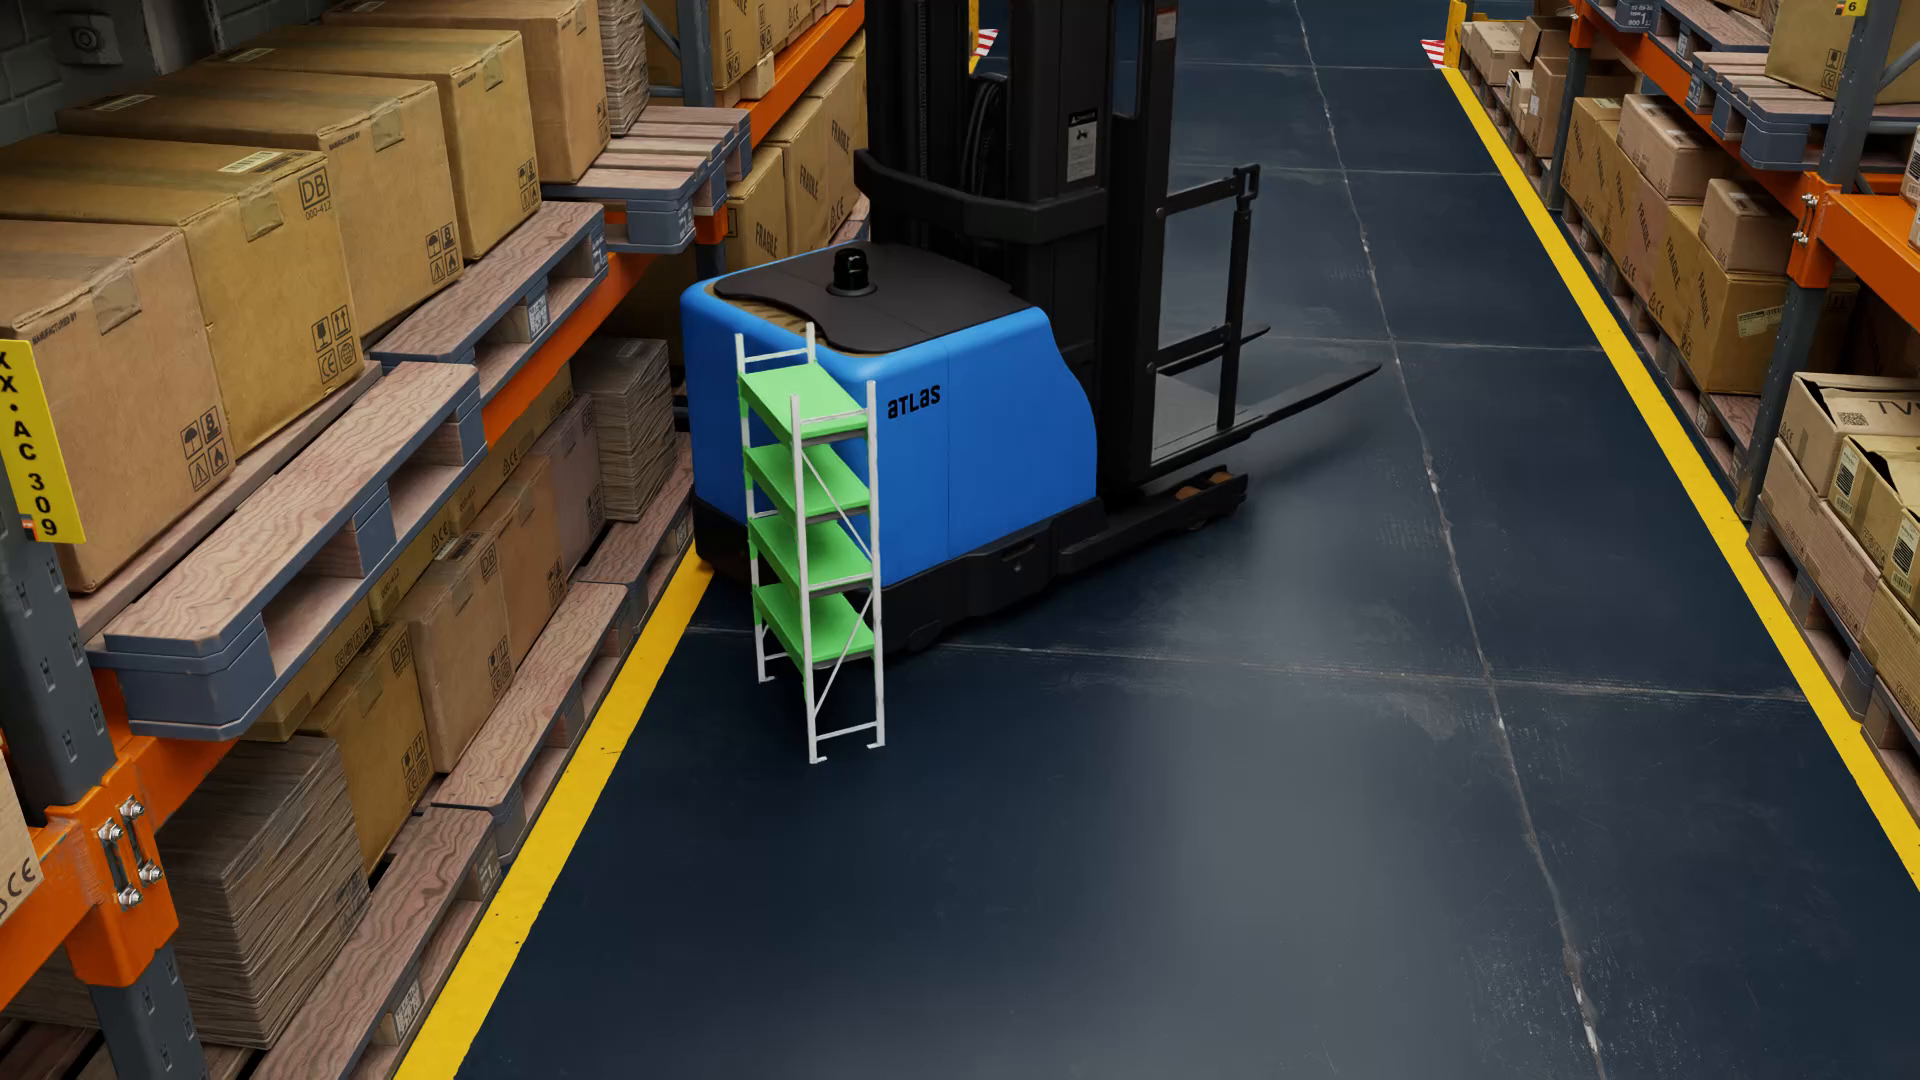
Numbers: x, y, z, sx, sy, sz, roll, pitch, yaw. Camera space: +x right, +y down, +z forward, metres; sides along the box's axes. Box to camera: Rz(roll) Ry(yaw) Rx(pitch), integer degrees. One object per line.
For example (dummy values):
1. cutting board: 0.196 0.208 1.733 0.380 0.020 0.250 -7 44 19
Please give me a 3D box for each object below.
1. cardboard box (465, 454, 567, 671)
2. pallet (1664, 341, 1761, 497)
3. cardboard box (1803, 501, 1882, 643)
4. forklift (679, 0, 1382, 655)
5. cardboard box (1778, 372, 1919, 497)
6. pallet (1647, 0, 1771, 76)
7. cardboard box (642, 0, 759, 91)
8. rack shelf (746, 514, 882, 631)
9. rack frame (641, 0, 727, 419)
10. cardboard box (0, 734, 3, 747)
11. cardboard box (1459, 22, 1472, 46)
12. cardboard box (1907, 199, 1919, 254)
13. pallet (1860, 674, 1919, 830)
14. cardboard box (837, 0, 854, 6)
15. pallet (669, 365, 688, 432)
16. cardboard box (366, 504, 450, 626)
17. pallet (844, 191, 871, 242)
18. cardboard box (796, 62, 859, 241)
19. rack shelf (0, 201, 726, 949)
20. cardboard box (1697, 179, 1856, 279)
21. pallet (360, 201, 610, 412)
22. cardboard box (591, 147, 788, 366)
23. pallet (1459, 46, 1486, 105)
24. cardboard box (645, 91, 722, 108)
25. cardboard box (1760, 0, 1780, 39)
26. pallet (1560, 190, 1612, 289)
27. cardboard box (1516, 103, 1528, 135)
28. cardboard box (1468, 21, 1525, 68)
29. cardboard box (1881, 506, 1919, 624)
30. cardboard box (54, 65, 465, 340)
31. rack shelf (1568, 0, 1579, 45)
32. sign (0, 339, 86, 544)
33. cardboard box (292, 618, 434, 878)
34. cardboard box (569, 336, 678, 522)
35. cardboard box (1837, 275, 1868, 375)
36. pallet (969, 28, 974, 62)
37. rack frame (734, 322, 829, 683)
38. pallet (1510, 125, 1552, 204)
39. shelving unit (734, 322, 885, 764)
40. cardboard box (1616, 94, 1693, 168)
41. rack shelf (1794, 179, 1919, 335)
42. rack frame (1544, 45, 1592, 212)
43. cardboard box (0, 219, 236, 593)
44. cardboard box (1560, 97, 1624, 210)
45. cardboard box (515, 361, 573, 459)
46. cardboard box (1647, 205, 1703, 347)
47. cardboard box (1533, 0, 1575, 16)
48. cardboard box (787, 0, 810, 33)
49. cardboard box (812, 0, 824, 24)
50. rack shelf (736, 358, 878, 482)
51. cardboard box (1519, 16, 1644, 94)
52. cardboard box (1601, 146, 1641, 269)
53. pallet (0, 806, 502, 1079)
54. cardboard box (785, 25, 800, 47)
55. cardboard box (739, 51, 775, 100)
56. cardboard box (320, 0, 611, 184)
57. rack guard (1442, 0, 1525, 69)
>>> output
1. cardboard box: -1.665 0.049 5.167 0.700 0.500 0.500 3 28 6
2. pallet: 3.628 -0.506 6.967 1.003 0.211 1.213 3 28 6
3. cardboard box: 3.083 0.107 5.344 0.500 0.250 0.500 3 28 5
4. forklift: 0.476 -1.492 5.930 3.031 2.935 1.130 -23 36 -36
5. cardboard box: 3.144 -0.376 5.651 0.500 0.311 0.500 4 29 8
6. pallet: 3.733 -2.216 7.402 1.003 0.211 1.213 3 28 6
7. cardboard box: -1.104 -2.068 6.486 0.500 0.500 0.500 4 29 8
8. rack shelf: -0.443 0.071 4.988 0.258 0.148 0.480 -12 31 -21
9. rack frame: -1.417 -1.671 6.188 1.000 3.000 0.127 3 28 6
10. cardboard box: -1.658 0.180 2.100 0.500 0.500 0.500 3 28 6
11. cardboard box: 4.087 -3.912 12.890 0.380 0.149 0.250 3 28 6
12. cardboard box: 3.198 -0.935 4.918 0.500 0.311 0.500 3 28 6
13. pallet: 3.208 0.801 4.540 1.003 0.211 1.213 3 28 6
14. cardboard box: -0.746 -2.909 8.730 0.380 0.149 0.250 3 28 6
15. pallet: -1.246 -0.810 7.530 1.003 0.211 1.213 3 28 6
16. cardboard box: -1.723 -0.011 4.489 0.500 0.250 0.500 3 28 5
17. pallet: -0.947 -1.958 9.662 1.003 0.211 1.213 3 28 6
18. cardboard box: -0.984 -2.060 8.734 0.750 0.750 0.750 4 29 8
19. rack shelf: -1.662 -0.412 4.611 1.077 0.370 4.000 3 28 6
20. cardboard box: 3.384 -1.288 6.860 0.500 0.250 0.500 4 29 8
21. pallet: -1.619 -0.652 4.500 1.003 0.211 1.213 3 28 6
22. cardboard box: -1.197 -1.248 7.227 0.750 0.750 0.750 3 28 6
23. pallet: 4.374 -3.511 12.545 1.003 0.211 1.213 3 28 6
24. cardboard box: -1.147 -1.710 6.506 0.380 0.149 0.250 3 28 5
25. cardboard box: 3.766 -2.336 6.875 0.700 0.500 0.500 9 30 16
26. pallet: 3.927 -1.655 9.099 1.003 0.211 1.213 3 28 6
27. cardboard box: 3.764 -2.671 10.586 0.380 0.149 0.250 3 28 6
28. cardboard box: 4.070 -3.658 12.313 0.500 0.250 0.500 3 28 6
29. cardboard box: 3.023 0.111 4.745 0.500 0.311 0.500 3 28 5
30. cardboard box: -1.686 -0.837 4.072 0.700 0.500 0.500 7 29 13
31. rack shelf: 4.235 -3.892 11.070 1.077 0.370 4.000 3 28 6
32. sign: -1.368 -0.141 2.436 0.100 0.325 0.005 3 28 6
33. cardboard box: -1.820 0.526 4.284 0.700 0.500 0.500 3 28 5
34. cardboard box: -1.454 -0.422 6.042 0.700 0.500 0.500 4 29 7
35. cardboard box: 3.897 -0.922 6.971 0.500 0.500 0.500 2 28 4
36. pallet: -0.457 -3.828 13.132 1.003 0.211 1.213 3 28 6
37. rack frame: -0.543 -0.091 5.153 0.240 1.200 0.015 -12 31 -21
38. pallet: 4.075 -2.363 10.413 1.003 0.211 1.213 3 28 6
39. shelving unit: -0.443 0.015 4.958 0.258 1.200 0.503 -12 31 -21
40. cardboard box: 3.566 -2.006 8.193 0.500 0.250 0.500 3 29 6
41. rack shelf: 3.254 -0.126 4.080 1.077 0.370 4.000 3 28 6
42. rack frame: 3.990 -3.267 9.152 1.000 3.000 0.127 3 28 6
43. cardboard box: -1.811 -0.263 3.006 0.700 0.500 0.500 3 29 6
44. cardboard box: 3.688 -2.147 9.244 0.500 0.500 0.500 2 28 4
45. cardboard box: -1.586 -0.487 5.373 0.500 0.250 0.500 4 29 7
46. cardboard box: 3.445 -1.175 7.440 0.500 0.500 0.500 2 28 4
47. cardboard box: 4.658 -3.973 12.634 0.500 0.500 0.500 3 28 6
48. cardboard box: -0.969 -2.548 7.376 0.500 0.500 0.500 3 28 6
49. cardboard box: -0.887 -2.681 8.307 0.380 0.149 0.250 3 28 5
50. rack shelf: -0.443 -0.352 4.760 0.258 0.148 0.480 -12 31 -21
51. cardboard box: 4.215 -3.247 11.282 0.797 0.503 0.637 3 28 6
52. cardboard box: 3.565 -1.660 8.341 0.500 0.500 0.500 4 29 7
53. pallet: -1.814 1.073 4.035 1.003 0.211 1.213 3 28 6
54. cardboard box: -0.970 -2.433 7.847 0.380 0.149 0.250 4 29 6
55. cardboard box: -0.991 -1.949 6.948 0.380 0.149 0.250 4 29 8
56. cardboard box: -1.507 -1.422 5.157 0.700 0.500 0.500 1 28 1
57. rack guard: 4.470 -4.014 13.173 1.175 0.500 0.348 3 28 6
